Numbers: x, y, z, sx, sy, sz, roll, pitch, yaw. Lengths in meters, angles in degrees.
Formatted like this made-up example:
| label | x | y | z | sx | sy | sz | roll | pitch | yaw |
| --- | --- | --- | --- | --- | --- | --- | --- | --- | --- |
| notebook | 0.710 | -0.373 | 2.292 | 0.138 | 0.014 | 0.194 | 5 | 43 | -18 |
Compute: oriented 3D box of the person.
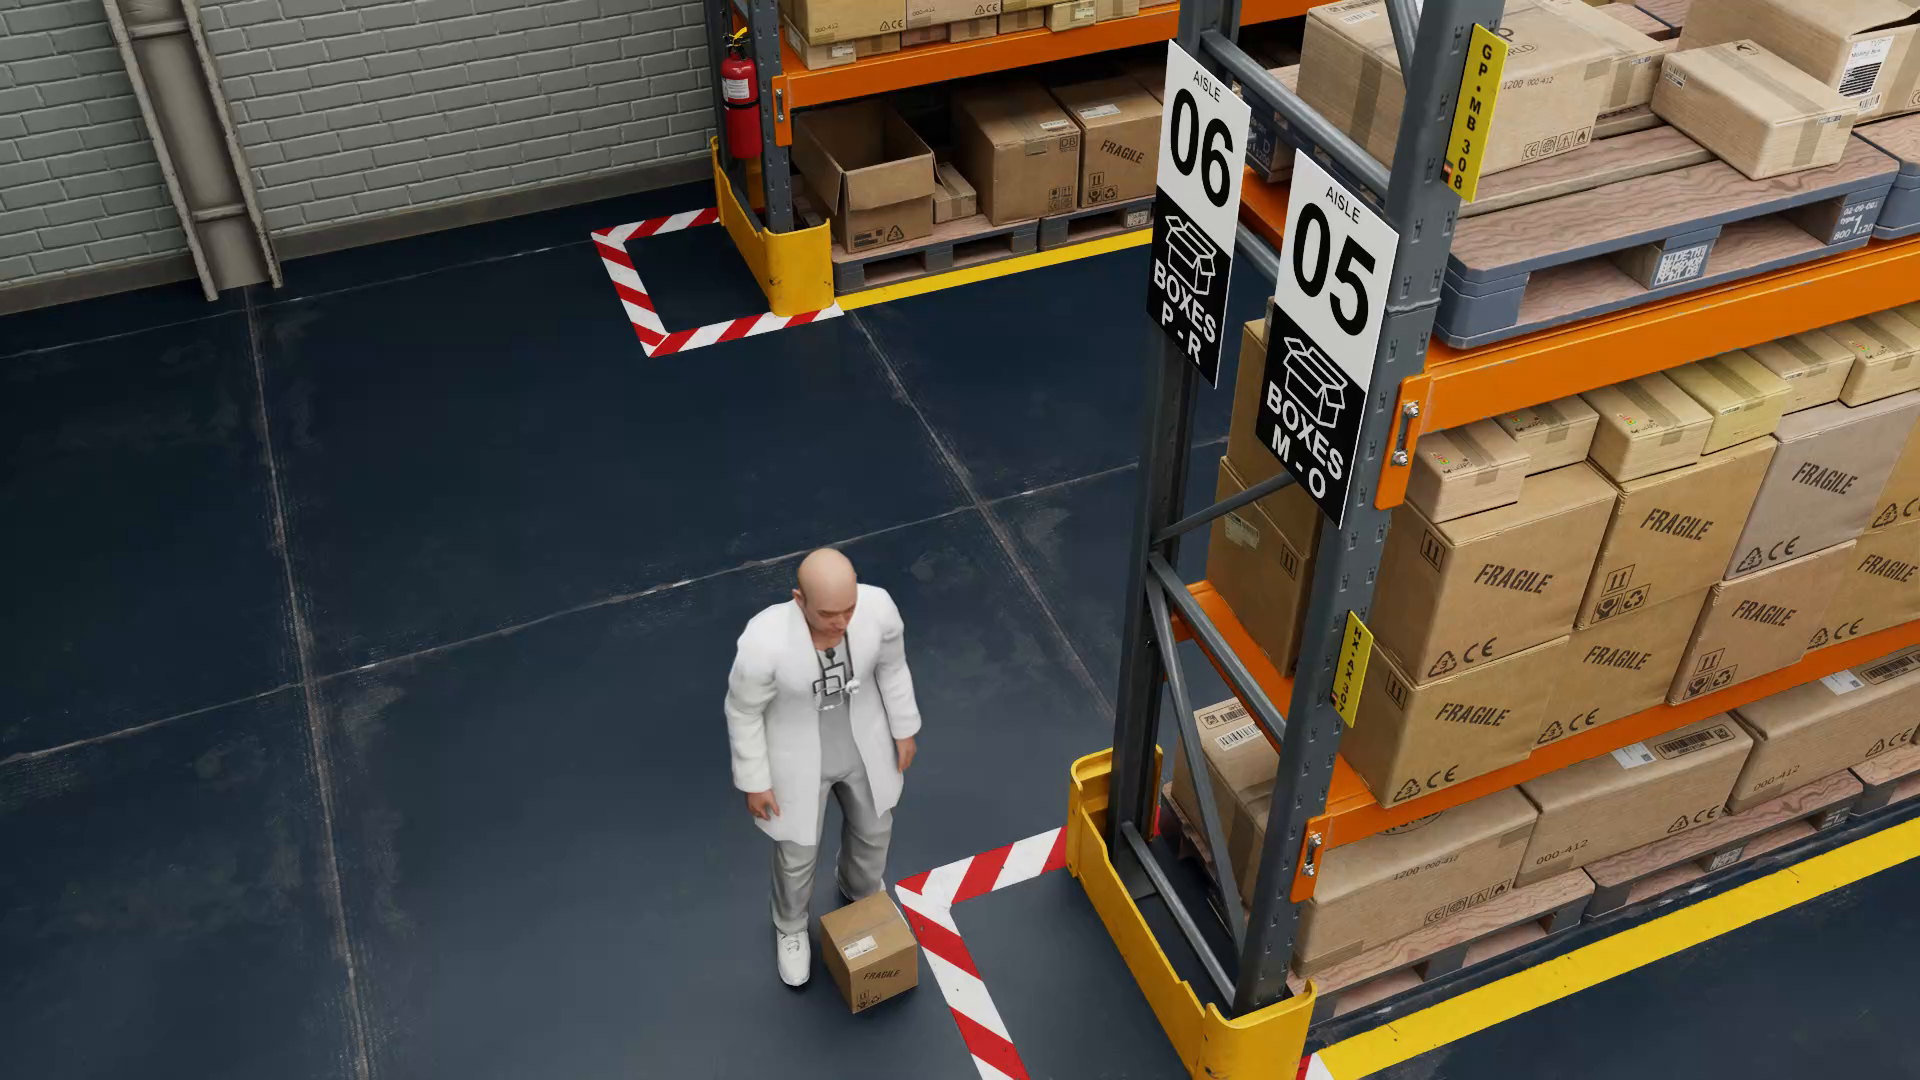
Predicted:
| label | x | y | z | sx | sy | sz | roll | pitch | yaw |
| --- | --- | --- | --- | --- | --- | --- | --- | --- | --- |
| person | -0.426 | 0.694 | 5.377 | 0.643 | 1.774 | 0.419 | -18 | 44 | -20 |
